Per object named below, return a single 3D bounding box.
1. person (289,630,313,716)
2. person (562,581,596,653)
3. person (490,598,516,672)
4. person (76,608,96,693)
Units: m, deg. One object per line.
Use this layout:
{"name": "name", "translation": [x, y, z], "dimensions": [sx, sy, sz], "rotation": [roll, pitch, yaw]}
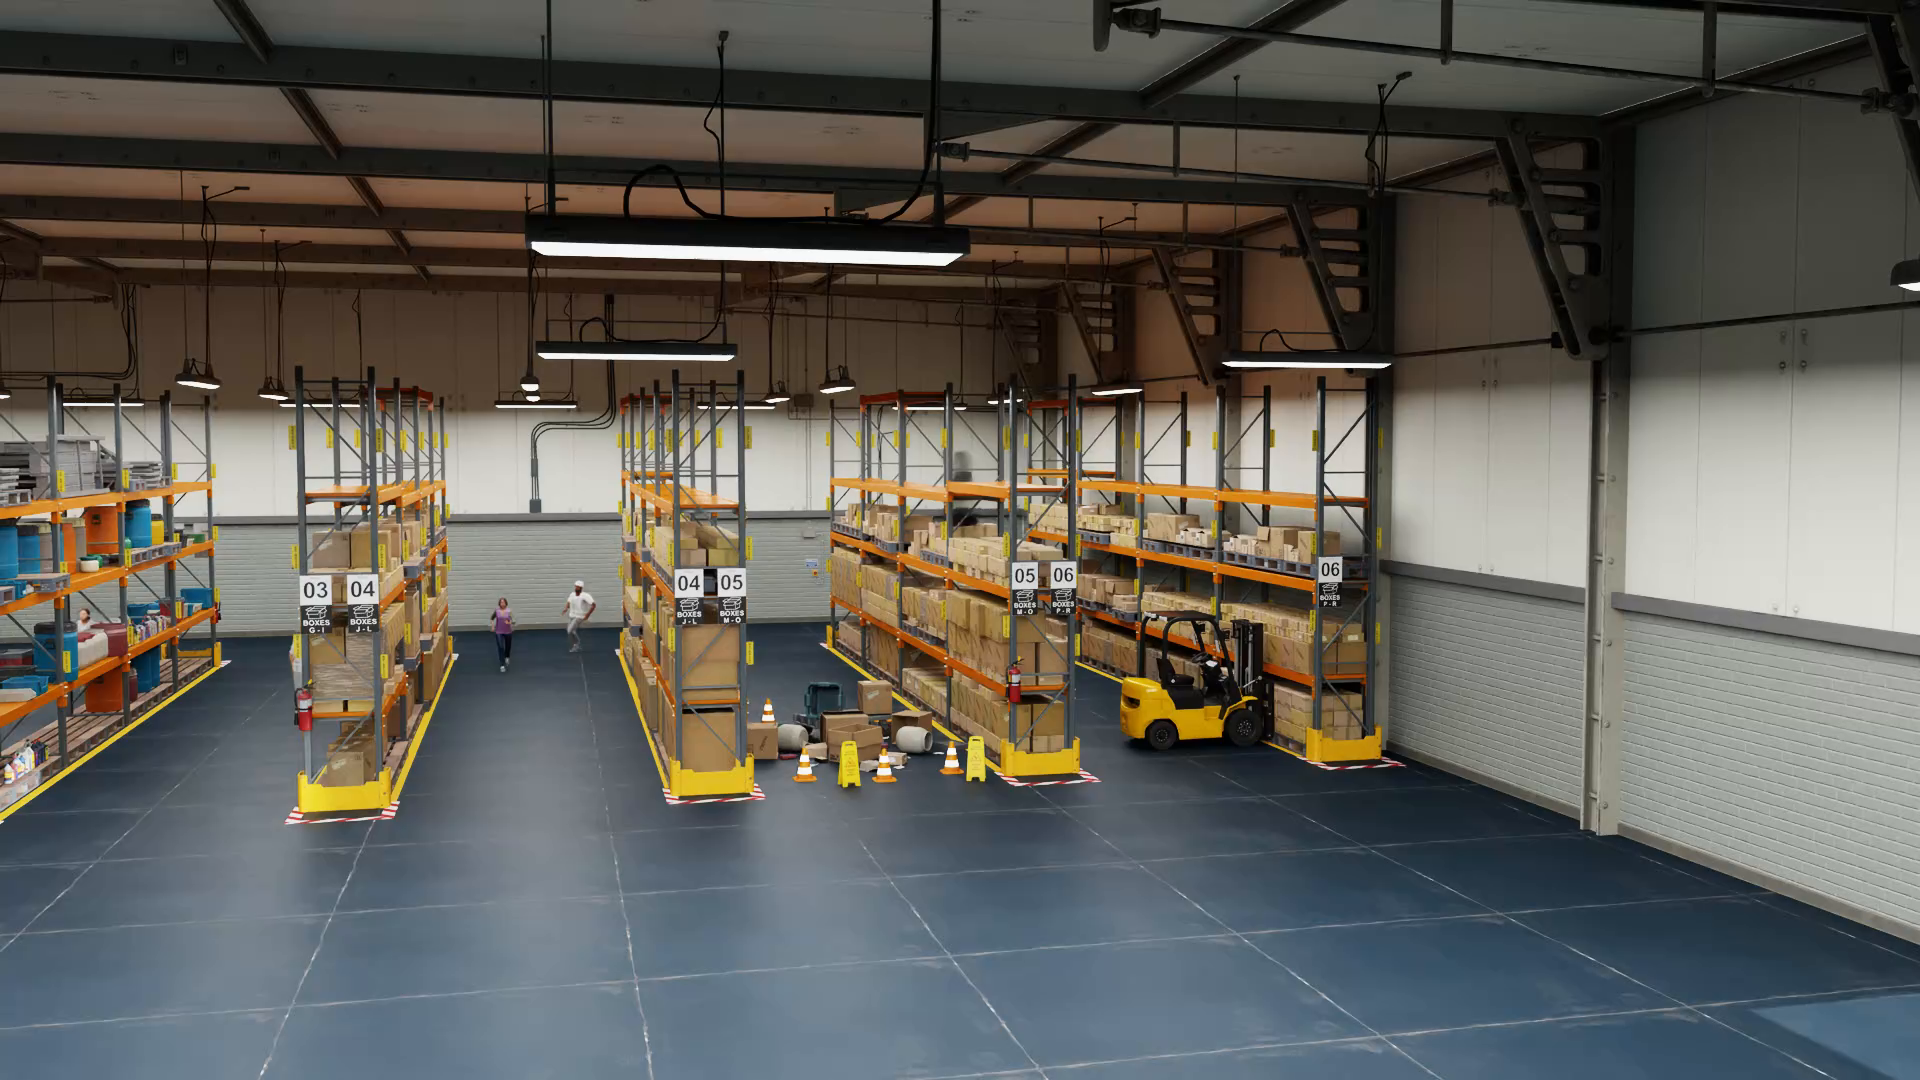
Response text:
{"name": "person", "translation": [-11.817, 2.392, 30.005], "dimensions": [0.587, 1.633, 0.583], "rotation": [-1, 4, -14]}
{"name": "person", "translation": [-9.018, 1.807, 39.128], "dimensions": [0.769, 1.712, 0.600], "rotation": [3, 4, 36]}
{"name": "person", "translation": [-9.944, 2.086, 36.190], "dimensions": [0.544, 1.482, 0.871], "rotation": [-1, 4, -18]}
{"name": "person", "translation": [-17.460, 2.202, 33.285], "dimensions": [0.498, 1.715, 0.865], "rotation": [-1, 3, -10]}
